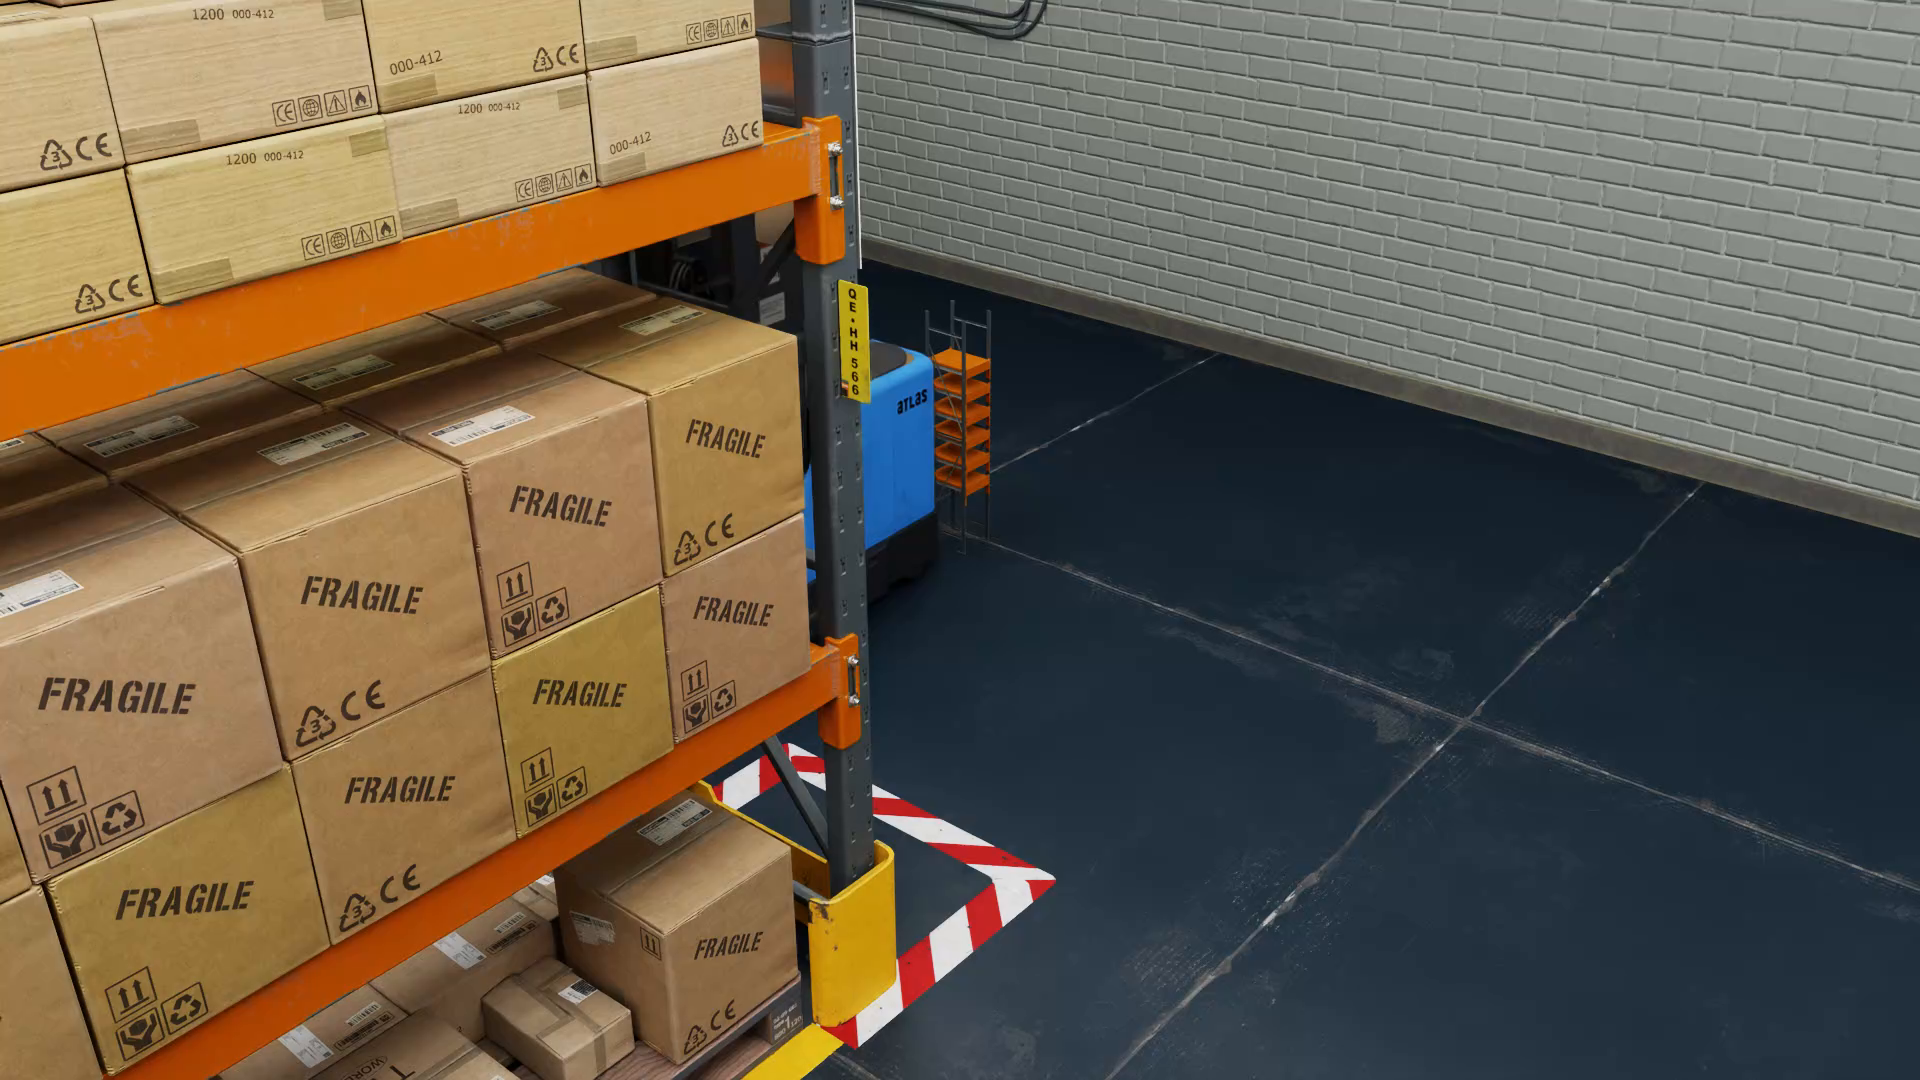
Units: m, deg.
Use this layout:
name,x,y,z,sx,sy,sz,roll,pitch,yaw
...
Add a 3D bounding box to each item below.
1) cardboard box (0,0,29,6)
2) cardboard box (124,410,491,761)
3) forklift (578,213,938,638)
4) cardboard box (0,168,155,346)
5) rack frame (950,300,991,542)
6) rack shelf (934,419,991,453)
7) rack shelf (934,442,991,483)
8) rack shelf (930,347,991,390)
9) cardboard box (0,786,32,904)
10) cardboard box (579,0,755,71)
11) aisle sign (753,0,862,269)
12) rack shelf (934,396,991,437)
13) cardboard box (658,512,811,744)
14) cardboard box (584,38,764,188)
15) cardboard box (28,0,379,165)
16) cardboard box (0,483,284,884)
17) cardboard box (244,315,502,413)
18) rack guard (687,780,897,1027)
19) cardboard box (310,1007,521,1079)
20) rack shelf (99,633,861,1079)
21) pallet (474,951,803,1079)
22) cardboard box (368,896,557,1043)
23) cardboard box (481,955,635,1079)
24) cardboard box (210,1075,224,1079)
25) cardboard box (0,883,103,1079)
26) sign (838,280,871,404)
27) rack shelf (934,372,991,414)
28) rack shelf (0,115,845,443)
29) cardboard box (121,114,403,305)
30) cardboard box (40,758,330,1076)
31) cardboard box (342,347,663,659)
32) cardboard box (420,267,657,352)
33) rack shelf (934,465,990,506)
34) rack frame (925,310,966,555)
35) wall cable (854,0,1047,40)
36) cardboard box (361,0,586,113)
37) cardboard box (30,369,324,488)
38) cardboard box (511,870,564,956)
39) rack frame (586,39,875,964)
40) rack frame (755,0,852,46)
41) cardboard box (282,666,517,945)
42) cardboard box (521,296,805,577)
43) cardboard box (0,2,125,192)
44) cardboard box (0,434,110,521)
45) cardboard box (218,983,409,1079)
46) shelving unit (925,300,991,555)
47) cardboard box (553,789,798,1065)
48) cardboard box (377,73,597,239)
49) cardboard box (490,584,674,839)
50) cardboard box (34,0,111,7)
name,x,y,z,sx,sy,sz,roll,pitch,yaw
cardboard box,-2.017,-1.158,2.762,0.700,0.500,0.500,21,34,34
cardboard box,-1.411,0.079,3.635,0.500,0.500,0.500,22,34,36
forklift,-1.400,-0.781,6.571,1.130,2.935,3.031,19,33,33
cardboard box,-1.782,-0.514,2.877,0.500,0.250,0.500,21,34,34
rack frame,0.049,-0.560,8.027,0.240,1.200,0.006,21,34,34
rack shelf,-0.009,-0.488,7.985,0.258,0.103,0.180,21,34,34
rack shelf,-0.009,-0.382,8.040,0.258,0.103,0.180,21,34,34
rack shelf,-0.009,-0.808,7.819,0.258,0.103,0.180,21,34,34
cardboard box,-2.066,0.445,2.929,0.500,0.500,0.500,20,33,33
cardboard box,-0.824,-1.266,3.787,0.500,0.250,0.500,21,34,34
aisle sign,-0.414,-1.124,4.330,0.394,0.787,0.004,21,34,34
rack shelf,-0.009,-0.595,7.930,0.258,0.103,0.180,21,34,34
cardboard box,-0.768,0.159,4.569,0.500,0.500,0.500,22,35,36
cardboard box,-0.817,-1.041,3.897,0.500,0.250,0.500,21,34,34
cardboard box,-1.462,-0.913,3.104,0.500,0.250,0.500,21,34,34
cardboard box,-1.738,0.261,3.283,0.500,0.500,0.500,22,35,36
cardboard box,-1.506,-0.256,4.283,0.500,0.500,0.500,21,34,35
rack guard,-0.742,1.102,5.575,1.175,0.500,0.348,21,34,34
cardboard box,-1.477,1.584,4.438,0.500,0.250,0.500,21,34,34
rack shelf,-1.966,0.994,3.848,1.077,0.370,4.000,21,34,34
pallet,-1.248,1.514,5.095,1.003,0.211,1.213,21,34,34
cardboard box,-1.576,1.278,5.029,0.500,0.250,0.500,21,34,34
cardboard box,-1.176,1.410,4.865,0.380,0.166,0.250,21,34,34
cardboard box,-2.047,1.629,4.075,0.797,0.503,0.637,21,34,34
cardboard box,-2.060,0.879,3.178,0.500,0.500,0.500,21,34,34
sign,-0.278,-0.520,4.387,0.100,0.325,0.005,21,34,34
rack shelf,-0.009,-0.701,7.875,0.258,0.103,0.180,21,34,34
rack shelf,-1.966,-0.339,3.159,1.077,0.370,4.000,21,34,34
cardboard box,-1.451,-0.686,3.211,0.500,0.250,0.500,21,34,34
cardboard box,-1.738,0.698,3.528,0.500,0.500,0.500,20,34,34
cardboard box,-1.085,-0.106,3.993,0.500,0.500,0.500,22,34,36
cardboard box,-1.179,-0.443,4.645,0.500,0.500,0.500,22,35,36
rack shelf,-0.009,-0.275,8.095,0.258,0.103,0.180,21,34,34
rack frame,-0.067,-0.495,7.902,0.240,1.200,0.006,21,34,34
wall cable,-0.645,-4.668,10.859,3.097,2.526,0.112,21,34,34
cardboard box,-1.141,-1.089,3.445,0.500,0.250,0.500,21,34,34
cardboard box,-1.828,-0.080,3.943,0.500,0.500,0.500,21,34,35
cardboard box,-1.384,1.165,5.339,0.380,0.166,0.250,21,34,34
rack frame,-0.694,-0.035,5.053,1.000,3.000,0.127,21,34,34
rack frame,-0.694,-2.700,3.675,1.000,3.000,0.127,21,34,34
cardboard box,-1.417,0.519,3.873,0.500,0.500,0.500,21,34,35
cardboard box,-0.764,-0.285,4.340,0.500,0.500,0.500,20,34,34
cardboard box,-1.775,-0.733,2.758,0.500,0.250,0.500,21,34,34
cardboard box,-2.150,0.101,3.594,0.500,0.500,0.500,20,34,34
cardboard box,-1.894,1.455,4.686,0.500,0.250,0.500,21,34,34
shelving unit,-0.009,-0.528,7.964,0.258,1.200,0.189,21,34,34
cardboard box,-0.849,1.145,5.015,0.500,0.500,0.500,21,34,34
cardboard box,-1.143,-0.867,3.561,0.500,0.250,0.500,21,34,34
cardboard box,-1.096,0.344,4.212,0.500,0.500,0.500,21,34,35
cardboard box,-1.626,-1.308,3.052,0.700,0.500,0.500,21,34,34
